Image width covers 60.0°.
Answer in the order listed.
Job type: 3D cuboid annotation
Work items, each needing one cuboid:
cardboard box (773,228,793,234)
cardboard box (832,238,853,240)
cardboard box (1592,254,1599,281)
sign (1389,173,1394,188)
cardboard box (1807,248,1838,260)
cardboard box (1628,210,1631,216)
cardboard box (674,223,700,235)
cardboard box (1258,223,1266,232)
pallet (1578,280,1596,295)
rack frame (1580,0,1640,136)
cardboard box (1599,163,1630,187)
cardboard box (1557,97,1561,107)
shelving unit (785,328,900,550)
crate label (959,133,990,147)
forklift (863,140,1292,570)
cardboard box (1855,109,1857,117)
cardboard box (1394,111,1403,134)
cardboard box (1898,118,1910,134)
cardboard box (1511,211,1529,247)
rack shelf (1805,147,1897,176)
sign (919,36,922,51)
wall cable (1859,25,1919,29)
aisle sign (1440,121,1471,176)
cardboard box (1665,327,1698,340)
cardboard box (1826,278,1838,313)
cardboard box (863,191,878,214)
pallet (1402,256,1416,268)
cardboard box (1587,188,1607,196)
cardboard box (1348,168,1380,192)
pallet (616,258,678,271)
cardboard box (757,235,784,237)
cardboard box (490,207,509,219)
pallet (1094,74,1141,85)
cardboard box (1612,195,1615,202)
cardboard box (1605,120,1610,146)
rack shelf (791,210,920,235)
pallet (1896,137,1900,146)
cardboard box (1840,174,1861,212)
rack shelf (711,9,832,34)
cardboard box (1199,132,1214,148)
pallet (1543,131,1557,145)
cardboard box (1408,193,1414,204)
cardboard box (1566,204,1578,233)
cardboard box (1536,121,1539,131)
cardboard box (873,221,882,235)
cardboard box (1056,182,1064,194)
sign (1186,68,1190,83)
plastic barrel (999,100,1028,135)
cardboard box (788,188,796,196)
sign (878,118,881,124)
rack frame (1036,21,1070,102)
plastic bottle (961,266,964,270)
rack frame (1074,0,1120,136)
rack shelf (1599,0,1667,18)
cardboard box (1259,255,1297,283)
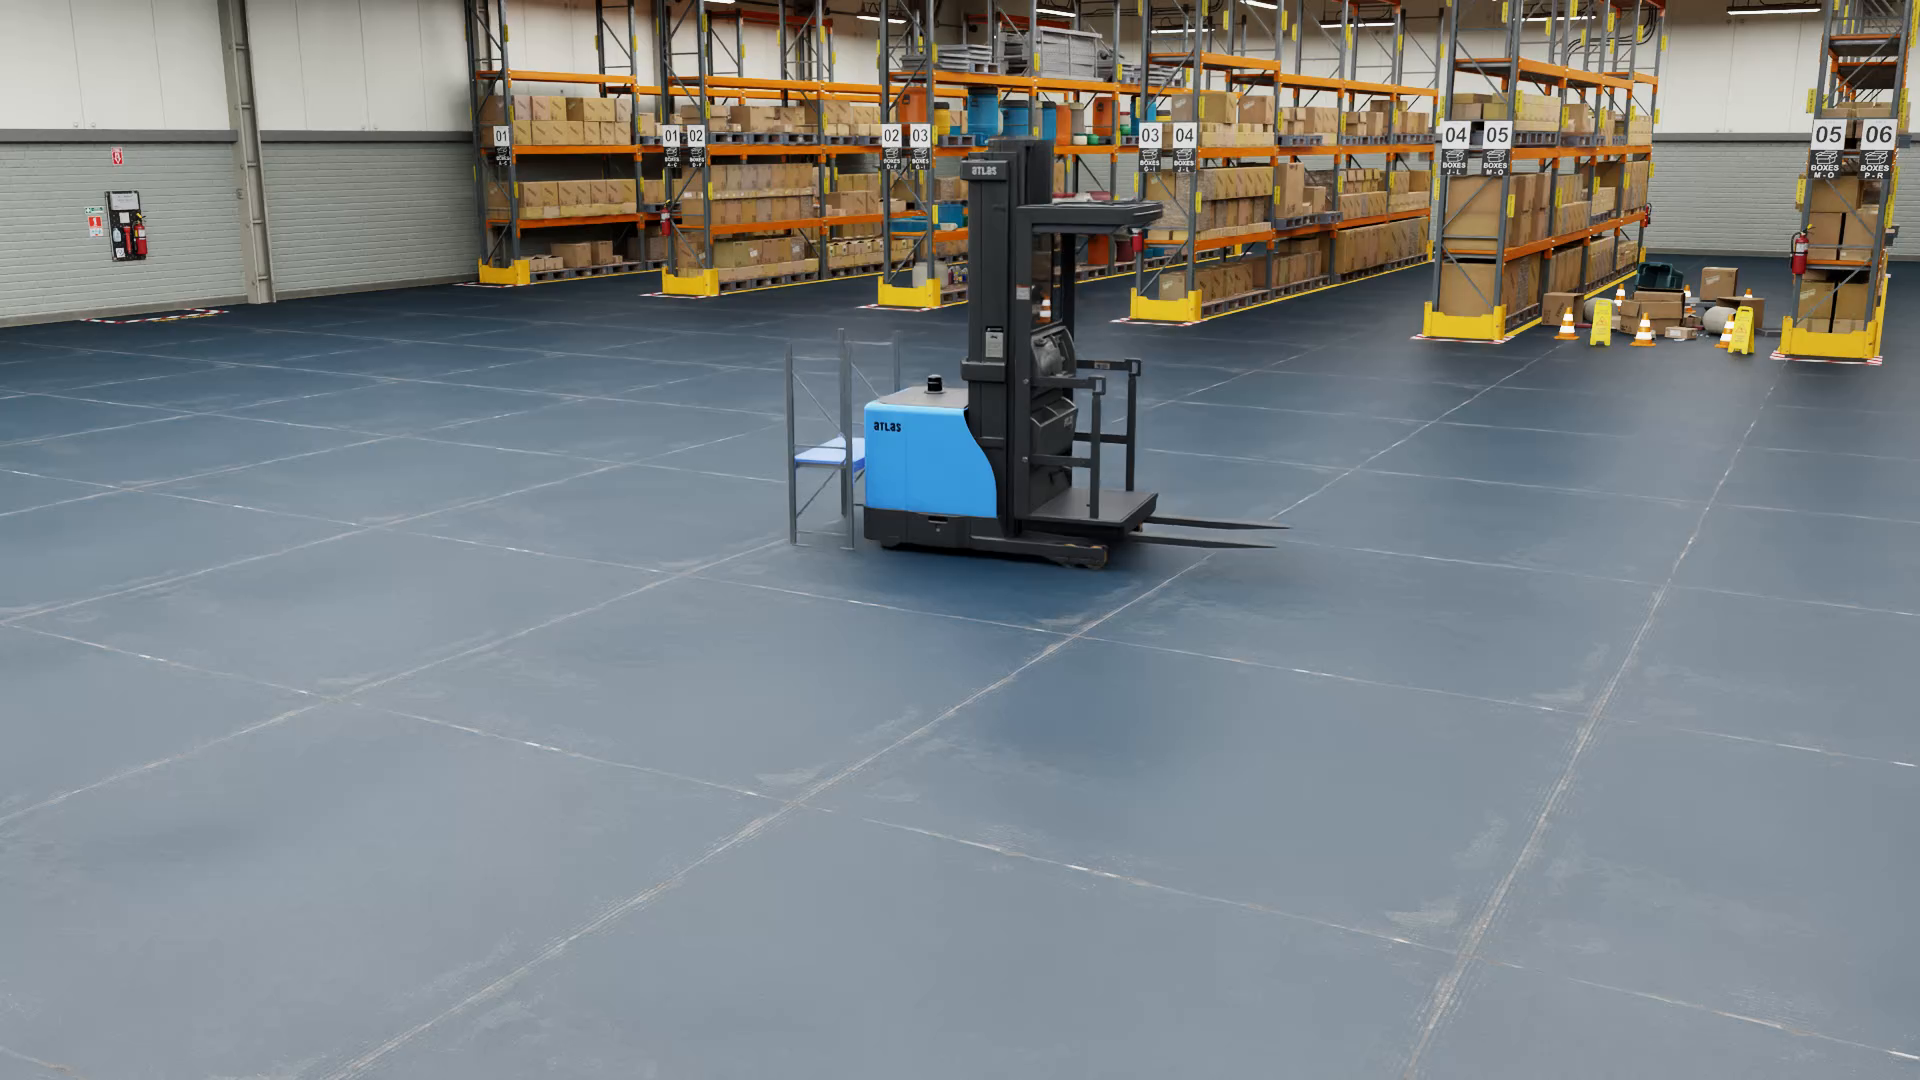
[{"bbox_3d":[-4.826,-7.955,42.821,0.750,0.750,0.750,7,15,28],"label":"cardboard box"},{"bbox_3d":[-2.641,-6.668,37.565,0.500,0.311,0.500,7,15,27],"label":"cardboard box"},{"bbox_3d":[12.381,-5.423,33.067,0.500,0.500,0.500,8,15,29],"label":"cardboard box"},{"bbox_3d":[9.696,-8.083,37.359,0.100,0.325,0.005,7,15,28],"label":"sign"},{"bbox_3d":[12.084,-4.012,23.311,0.380,0.149,0.250,8,16,30],"label":"cardboard box"},{"bbox_3d":[14.527,-7.210,36.576,0.380,0.149,0.250,8,16,30],"label":"cardboard box"},{"bbox_3d":[-6.603,-7.475,39.933,0.500,0.250,0.500,7,15,28],"label":"cardboard box"},{"bbox_3d":[5.373,-5.727,30.424,0.380,0.149,0.250,7,15,28],"label":"cardboard box"},{"bbox_3d":[11.954,-5.019,32.903,1.003,0.211,1.213,7,15,28],"label":"pallet"},{"bbox_3d":[13.509,-9.952,34.612,1.000,3.000,0.127,7,15,28],"label":"rack frame"},{"bbox_3d":[13.941,-7.780,35.421,0.500,0.500,0.500,8,16,29],"label":"cardboard box"},{"bbox_3d":[9.744,-7.259,27.570,0.380,0.149,0.250,7,15,28],"label":"cardboard box"},{"bbox_3d":[-0.864,-0.789,12.606,0.538,1.500,1.048,4,14,18],"label":"shelving unit"},{"bbox_3d":[0.273,-7.450,30.952,0.502,0.251,0.408,7,15,28],"label":"crate label"},{"bbox_3d":[0.859,-1.358,11.911,3.031,2.935,1.130,5,14,20],"label":"forklift"},{"bbox_3d":[12.553,-6.058,23.698,0.380,0.149,0.250,7,15,28],"label":"cardboard box"},{"bbox_3d":[9.806,-9.655,38.458,0.700,0.500,0.500,8,16,31],"label":"cardboard box"},{"bbox_3d":[14.657,-6.518,26.193,0.500,0.250,0.500,7,15,27],"label":"cardboard box"},{"bbox_3d":[8.475,-4.943,26.319,0.875,0.550,0.550,7,15,28],"label":"cardboard box"},{"bbox_3d":[13.057,-5.552,24.298,1.077,0.370,4.000,7,15,28],"label":"rack shelf"},{"bbox_3d":[-0.900,-11.306,37.898,0.100,0.325,0.005,7,15,28],"label":"sign"},{"bbox_3d":[22.985,-11.345,40.393,2.355,3.000,0.029,7,15,28],"label":"wall cable"},{"bbox_3d":[7.411,-5.857,24.879,0.394,0.787,0.004,7,15,28],"label":"aisle sign"},{"bbox_3d":[10.955,-3.145,25.261,0.250,0.149,0.380,-8,16,-30],"label":"cardboard box"},{"bbox_3d":[12.498,-3.567,24.298,0.500,0.500,0.500,8,16,30],"label":"cardboard box"},{"bbox_3d":[-2.185,-7.623,37.540,0.500,0.500,0.500,6,15,25],"label":"cardboard box"},{"bbox_3d":[10.241,-6.661,39.712,1.003,0.211,1.213,7,15,28],"label":"pallet"},{"bbox_3d":[12.982,-7.090,33.913,0.380,0.149,0.250,7,15,26],"label":"cardboard box"},{"bbox_3d":[8.914,-8.022,37.056,0.797,0.503,0.637,7,15,27],"label":"cardboard box"},{"bbox_3d":[-7.285,-6.465,38.898,1.003,0.211,1.213,7,15,28],"label":"pallet"},{"bbox_3d":[-4.054,-6.169,35.092,0.500,0.500,0.500,7,15,28],"label":"cardboard box"},{"bbox_3d":[-9.537,-6.894,35.008,0.500,0.250,0.500,8,16,29],"label":"cardboard box"},{"bbox_3d":[3.322,-10.133,36.621,1.213,0.211,1.003,7,15,28],"label":"pallet"},{"bbox_3d":[13.490,-7.158,34.829,0.380,0.149,0.250,8,16,30],"label":"cardboard box"},{"bbox_3d":[12.320,-7.912,32.338,0.500,0.500,0.500,7,15,28],"label":"cardboard box"},{"bbox_3d":[-2.355,-7.160,37.369,1.077,0.370,4.000,7,15,28],"label":"rack shelf"},{"bbox_3d":[16.222,-7.179,29.915,1.213,0.211,1.003,8,16,31],"label":"pallet"},{"bbox_3d":[12.397,-4.945,23.664,0.700,0.500,0.500,8,15,29],"label":"cardboard box"},{"bbox_3d":[-4.759,-13.074,42.006,1.077,0.370,4.000,7,15,28],"label":"rack shelf"},{"bbox_3d":[3.874,-6.611,27.475,0.500,0.250,0.500,8,16,30],"label":"cardboard box"},{"bbox_3d":[9.237,-6.642,27.475,1.003,0.211,1.213,7,15,28],"label":"pallet"},{"bbox_3d":[10.408,-8.065,39.272,0.500,0.250,0.500,7,15,28],"label":"cardboard box"},{"bbox_3d":[10.865,-5.830,30.103,0.500,0.500,0.500,8,16,29],"label":"cardboard box"},{"bbox_3d":[8.887,-6.507,26.152,0.380,0.149,0.250,8,15,29],"label":"cardboard box"},{"bbox_3d":[-2.594,-8.750,46.867,0.700,0.500,0.500,7,15,26],"label":"cardboard box"},{"bbox_3d":[2.501,-9.488,45.274,0.500,0.500,0.500,8,16,30],"label":"cardboard box"},{"bbox_3d":[5.361,-10.931,39.121,0.100,0.325,0.005,7,15,28],"label":"sign"},{"bbox_3d":[1.069,-8.369,33.377,0.600,0.901,0.708,7,15,28],"label":"plastic barrel"},{"bbox_3d":[-3.637,-7.225,34.506,0.380,0.149,0.250,7,15,28],"label":"cardboard box"},{"bbox_3d":[-1.862,-9.692,38.832,0.100,0.325,0.005,7,15,28],"label":"sign"},{"bbox_3d":[2.480,-12.478,45.092,1.000,3.000,0.127,7,15,28],"label":"rack frame"},{"bbox_3d":[0.052,-5.245,32.745,0.061,0.283,0.133,8,16,31],"label":"plastic bottle"},{"bbox_3d":[2.947,-10.275,35.953,1.000,3.000,0.127,7,15,28],"label":"rack frame"},{"bbox_3d":[14.476,-11.628,36.009,1.077,0.370,4.000,7,15,28],"label":"rack shelf"},{"bbox_3d":[6.181,-5.309,32.552,0.700,0.500,0.500,6,15,23],"label":"cardboard box"}]
